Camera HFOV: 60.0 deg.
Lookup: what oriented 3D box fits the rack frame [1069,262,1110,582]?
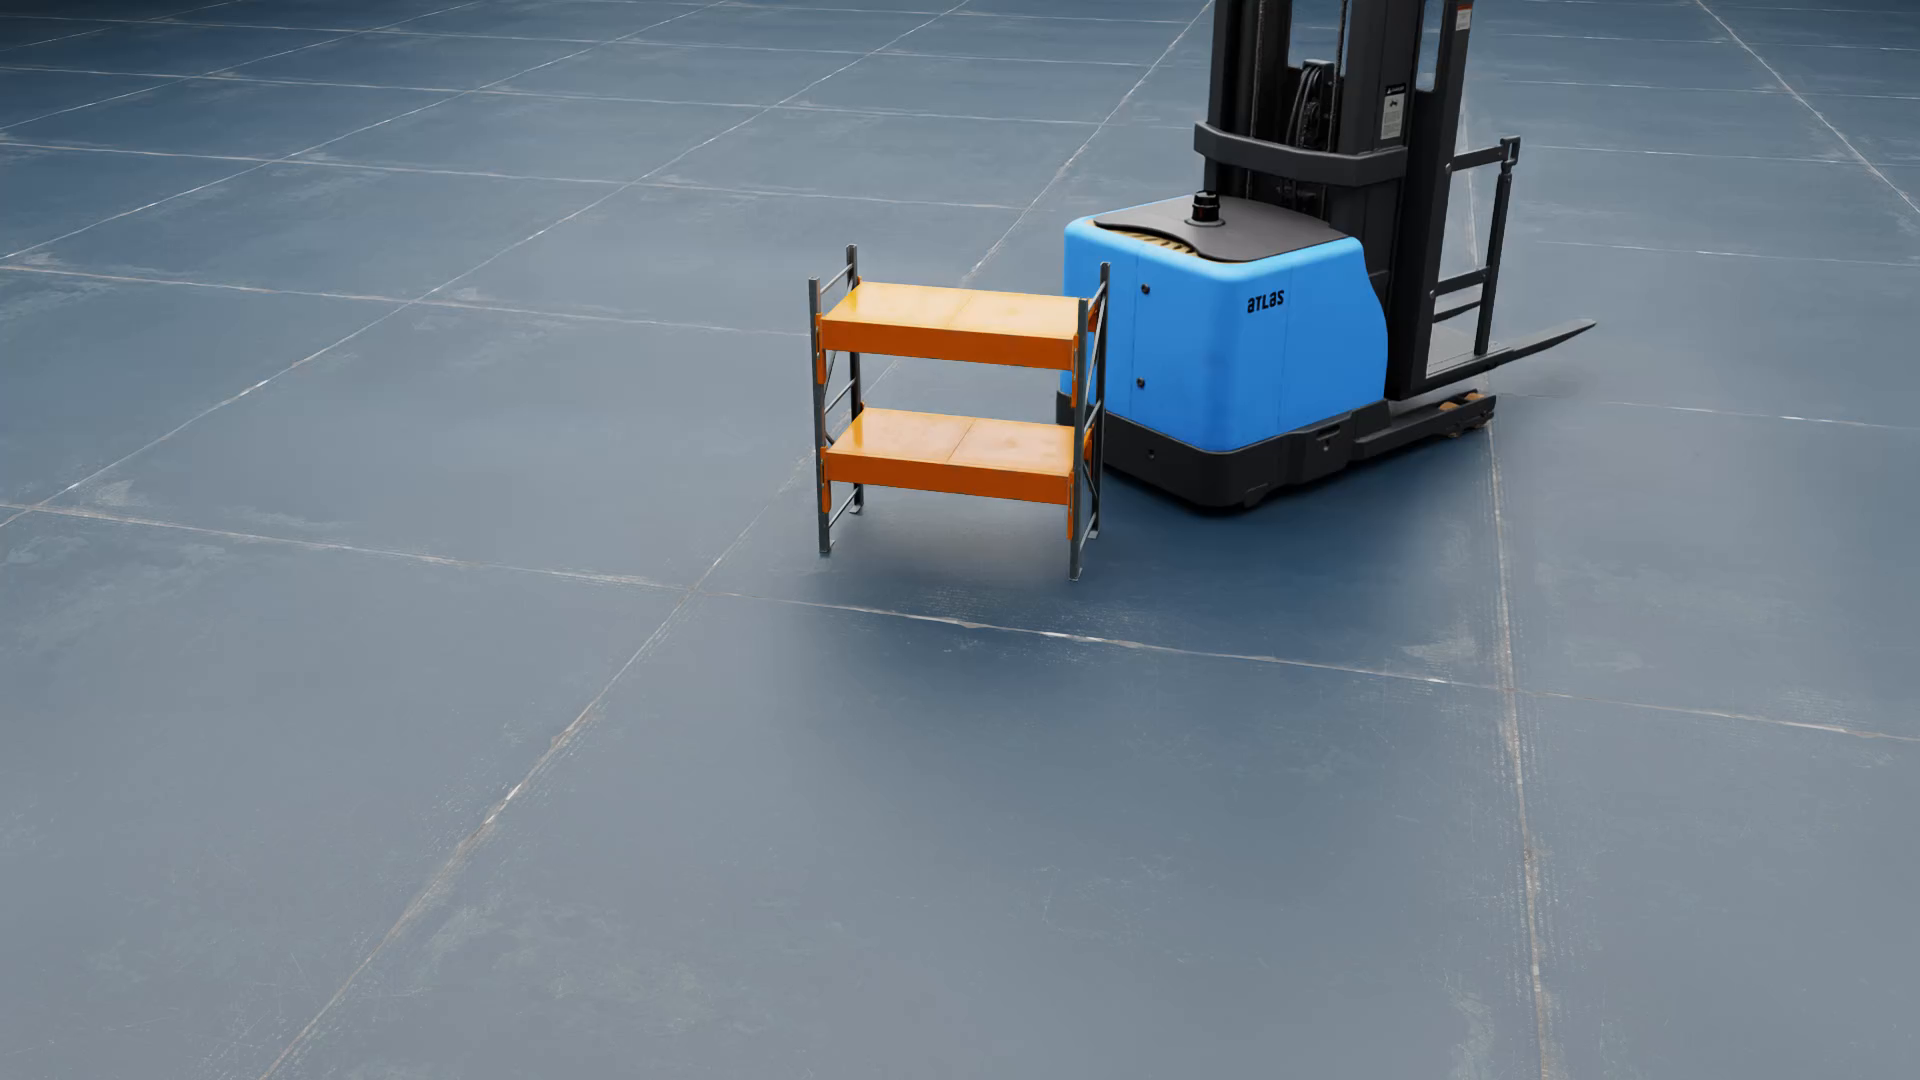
[{"bbox_3d":[0.499,-0.453,6.392,0.032,1.125,0.500,6,26,13],"label":"rack frame"}]

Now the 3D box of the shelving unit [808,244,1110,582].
[{"bbox_3d":[0.007,-0.507,6.507,1.048,1.125,0.538,6,26,13],"label":"shelving unit"}]

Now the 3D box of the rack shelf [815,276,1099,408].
[{"bbox_3d":[0.007,-0.771,6.381,1.000,0.278,0.538,6,26,13],"label":"rack shelf"}]

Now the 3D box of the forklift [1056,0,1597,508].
[{"bbox_3d":[1.902,-1.957,7.450,3.031,2.935,1.130,-19,31,-34],"label":"forklift"}]

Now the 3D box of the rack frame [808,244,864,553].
[{"bbox_3d":[-0.486,-0.562,6.621,0.032,1.125,0.500,6,26,13],"label":"rack frame"}]

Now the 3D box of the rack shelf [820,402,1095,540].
[{"bbox_3d":[0.007,-0.286,6.612,1.000,0.278,0.538,6,26,13],"label":"rack shelf"}]
